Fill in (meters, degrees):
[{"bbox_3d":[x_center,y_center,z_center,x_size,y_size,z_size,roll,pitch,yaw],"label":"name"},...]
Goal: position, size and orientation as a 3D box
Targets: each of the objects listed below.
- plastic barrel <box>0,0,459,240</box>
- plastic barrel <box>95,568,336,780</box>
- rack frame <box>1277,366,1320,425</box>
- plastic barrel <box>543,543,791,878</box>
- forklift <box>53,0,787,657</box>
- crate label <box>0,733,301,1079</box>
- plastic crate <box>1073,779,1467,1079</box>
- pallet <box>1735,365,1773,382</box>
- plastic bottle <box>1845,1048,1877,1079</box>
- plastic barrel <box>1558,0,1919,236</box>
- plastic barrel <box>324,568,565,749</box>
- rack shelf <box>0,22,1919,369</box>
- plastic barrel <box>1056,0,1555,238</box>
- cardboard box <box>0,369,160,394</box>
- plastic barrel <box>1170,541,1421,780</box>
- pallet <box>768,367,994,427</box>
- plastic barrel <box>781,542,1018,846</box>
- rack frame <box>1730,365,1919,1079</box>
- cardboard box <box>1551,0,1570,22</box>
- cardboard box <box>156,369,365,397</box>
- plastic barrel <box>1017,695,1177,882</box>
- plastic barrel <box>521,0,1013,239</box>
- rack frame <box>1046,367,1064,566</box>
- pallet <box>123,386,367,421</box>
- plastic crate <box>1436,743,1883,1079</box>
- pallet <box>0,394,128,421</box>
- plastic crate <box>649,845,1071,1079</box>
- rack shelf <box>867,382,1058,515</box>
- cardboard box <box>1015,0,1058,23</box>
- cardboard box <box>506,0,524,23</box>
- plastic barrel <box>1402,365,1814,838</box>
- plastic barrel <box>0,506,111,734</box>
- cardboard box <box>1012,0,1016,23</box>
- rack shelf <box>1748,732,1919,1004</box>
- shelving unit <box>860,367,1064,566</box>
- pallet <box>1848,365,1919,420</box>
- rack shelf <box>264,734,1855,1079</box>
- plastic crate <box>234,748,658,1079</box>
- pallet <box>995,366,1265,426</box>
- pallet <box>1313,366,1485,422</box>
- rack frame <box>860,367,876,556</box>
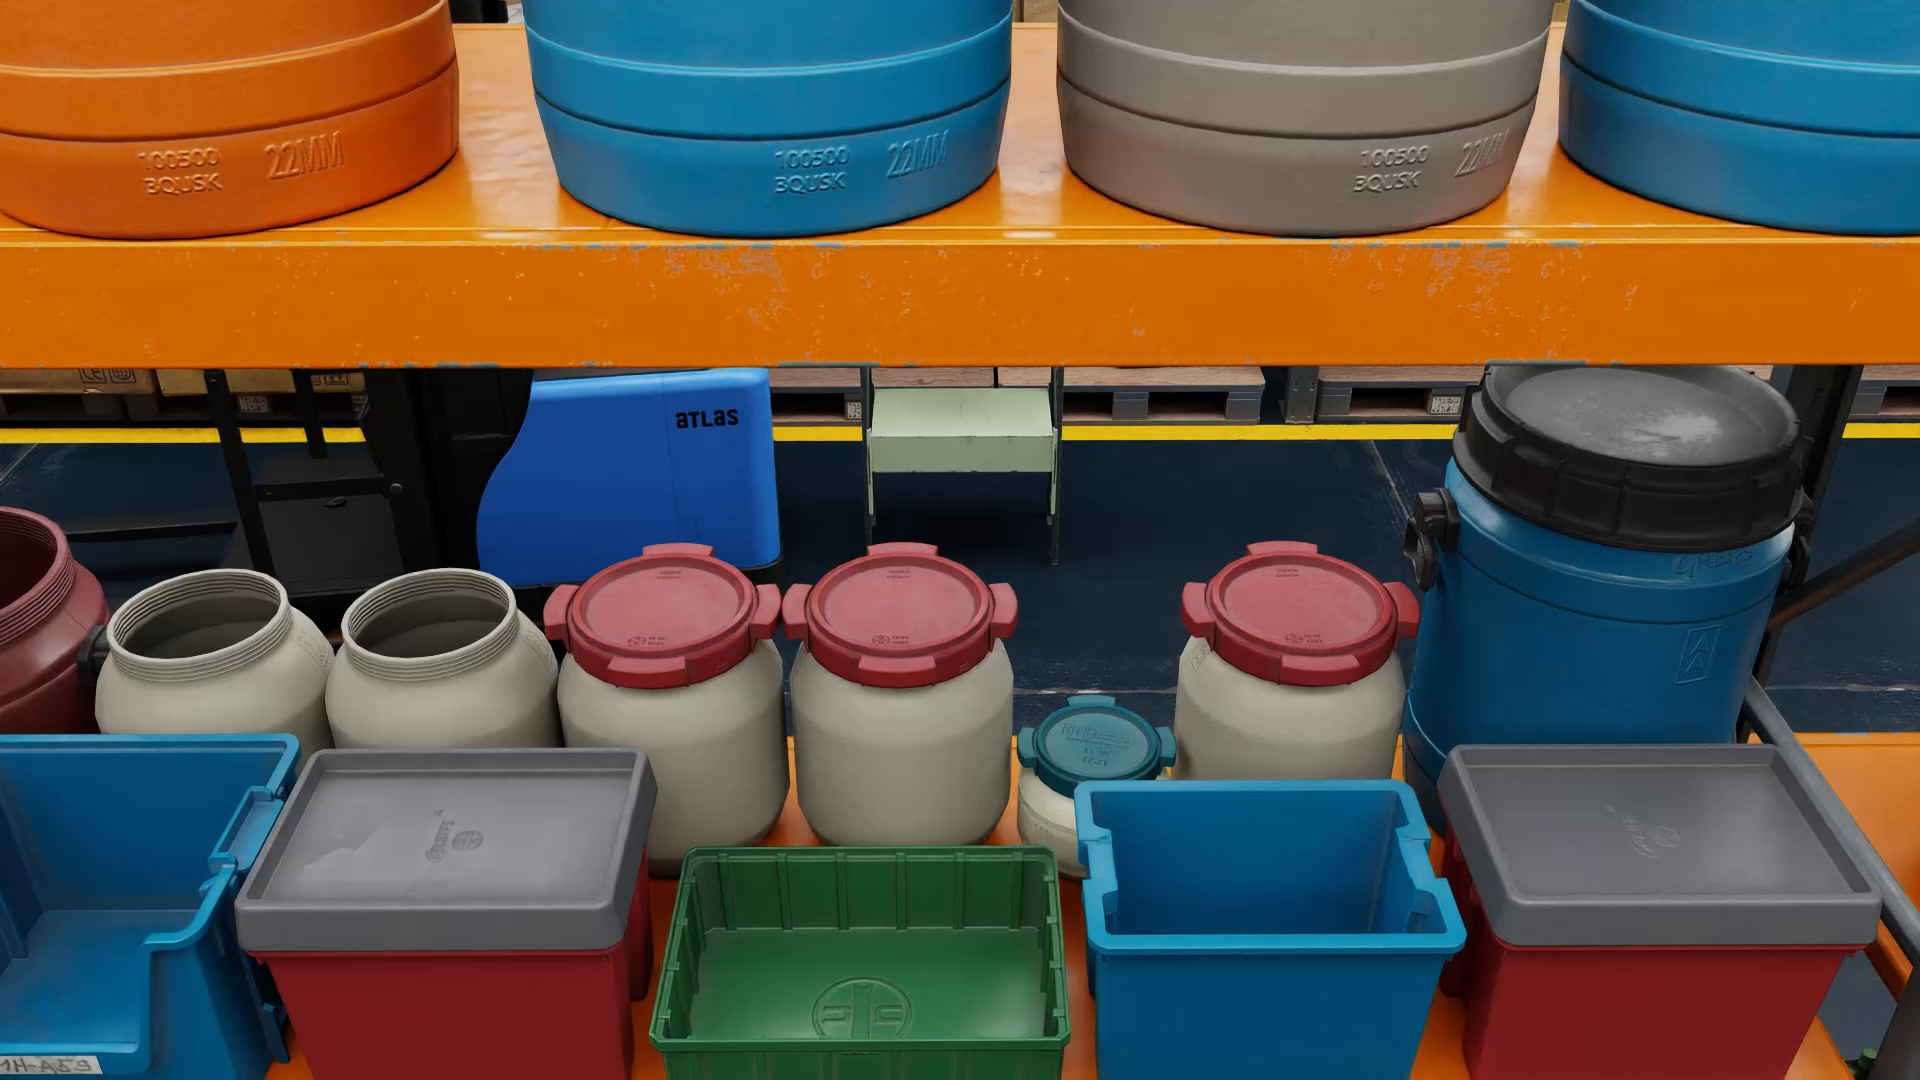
[{"bbox_3d":[-0.942,-0.843,1.942,0.708,0.830,0.600,0,31,0],"label":"plastic barrel"},{"bbox_3d":[-1.391,0.353,3.169,0.421,0.512,0.421,0,31,0],"label":"plastic barrel"},{"bbox_3d":[1.552,-2.067,7.265,0.127,3.000,1.000,0,31,0],"label":"rack frame"},{"bbox_3d":[-0.543,0.337,3.172,0.433,0.535,0.433,0,31,0],"label":"plastic barrel"},{"bbox_3d":[-2.205,-1.042,5.643,3.031,2.935,1.130,-5,32,-7],"label":"forklift"},{"bbox_3d":[-1.423,0.637,2.775,0.616,0.435,0.502,0,31,0],"label":"crate label"},{"bbox_3d":[0.480,0.674,2.763,0.575,0.384,0.392,0,31,0],"label":"plastic crate"},{"bbox_3d":[3.446,-0.900,8.031,1.213,0.211,1.003,0,31,0],"label":"pallet"},{"bbox_3d":[2.061,1.303,3.905,0.133,0.283,0.061,1,31,2],"label":"plastic bottle"},{"bbox_3d":[1.074,-0.880,1.934,0.708,0.901,0.600,0,31,0],"label":"plastic barrel"},{"bbox_3d":[-0.970,0.352,3.171,0.421,0.512,0.421,0,31,0],"label":"plastic barrel"},{"bbox_3d":[-0.418,-0.466,2.429,4.000,0.370,1.077,0,31,0],"label":"rack shelf"},{"bbox_3d":[0.420,-0.878,1.931,0.600,0.901,0.600,0,31,0],"label":"plastic barrel"},{"bbox_3d":[-4.030,-1.335,7.703,0.875,0.875,1.225,0,31,0],"label":"cardboard box"},{"bbox_3d":[0.624,0.333,3.178,0.433,0.535,0.433,0,31,0],"label":"plastic barrel"},{"bbox_3d":[-0.450,-0.866,7.974,1.213,0.211,1.003,0,31,0],"label":"pallet"},{"bbox_3d":[-0.110,0.336,3.174,0.433,0.535,0.433,0,31,0],"label":"plastic barrel"},{"bbox_3d":[1.582,0.501,3.033,0.053,2.616,0.949,0,31,0],"label":"rack frame"},{"bbox_3d":[2.502,-2.189,7.084,0.500,0.500,0.875,0,31,0],"label":"cardboard box"},{"bbox_3d":[-3.138,-1.334,7.701,0.875,0.875,1.225,-2,31,-3],"label":"cardboard box"},{"bbox_3d":[0.257,0.486,3.191,0.301,0.262,0.301,0,31,0],"label":"plastic barrel"},{"bbox_3d":[-0.234,-0.876,1.927,0.708,0.901,0.600,0,31,0],"label":"plastic barrel"},{"bbox_3d":[0.373,-0.642,6.363,0.023,1.500,0.400,0,31,0],"label":"rack frame"},{"bbox_3d":[-3.237,-0.899,8.028,1.213,0.211,1.003,0,31,0],"label":"pallet"},{"bbox_3d":[1.099,0.635,2.750,0.583,0.464,0.402,0,31,0],"label":"plastic crate"},{"bbox_3d":[-4.454,-0.896,8.024,1.213,0.211,1.003,0,31,0],"label":"pallet"},{"bbox_3d":[-0.158,0.745,2.835,0.662,0.188,0.450,0,31,0],"label":"plastic crate"},{"bbox_3d":[0.007,-0.363,6.530,0.720,0.370,0.431,0,31,0],"label":"rack shelf"},{"bbox_3d":[0.756,-2.573,7.116,1.000,1.000,1.000,0,31,0],"label":"cardboard box"},{"bbox_3d":[-1.908,-2.299,7.146,0.500,0.500,0.500,-4,31,-6],"label":"cardboard box"},{"bbox_3d":[1.193,0.132,3.157,0.708,0.901,0.600,0,31,0],"label":"plastic barrel"},{"bbox_3d":[-1.956,0.298,3.236,0.708,0.536,0.600,0,31,0],"label":"plastic barrel"},{"bbox_3d":[0.038,-3.808,11.899,0.750,0.750,1.050,0,31,0],"label":"cardboard box"},{"bbox_3d":[3.582,0.804,3.227,4.000,0.370,1.077,0,31,0],"label":"rack shelf"},{"bbox_3d":[0.007,-0.641,6.361,0.755,1.500,0.431,0,31,0],"label":"shelving unit"},{"bbox_3d":[4.663,-0.903,8.034,1.213,0.211,1.003,0,31,0],"label":"pallet"},{"bbox_3d":[-0.418,0.816,3.207,4.000,0.370,1.077,0,31,0],"label":"rack shelf"},{"bbox_3d":[-0.801,0.641,2.740,0.583,0.464,0.402,0,31,0],"label":"plastic crate"},{"bbox_3d":[0.773,-0.872,7.983,1.213,0.211,1.003,0,31,0],"label":"pallet"},{"bbox_3d":[2.223,-0.895,8.022,1.213,0.211,1.003,0,31,0],"label":"pallet"},{"bbox_3d":[-0.359,-0.640,6.359,0.023,1.500,0.400,0,31,0],"label":"rack frame"}]
